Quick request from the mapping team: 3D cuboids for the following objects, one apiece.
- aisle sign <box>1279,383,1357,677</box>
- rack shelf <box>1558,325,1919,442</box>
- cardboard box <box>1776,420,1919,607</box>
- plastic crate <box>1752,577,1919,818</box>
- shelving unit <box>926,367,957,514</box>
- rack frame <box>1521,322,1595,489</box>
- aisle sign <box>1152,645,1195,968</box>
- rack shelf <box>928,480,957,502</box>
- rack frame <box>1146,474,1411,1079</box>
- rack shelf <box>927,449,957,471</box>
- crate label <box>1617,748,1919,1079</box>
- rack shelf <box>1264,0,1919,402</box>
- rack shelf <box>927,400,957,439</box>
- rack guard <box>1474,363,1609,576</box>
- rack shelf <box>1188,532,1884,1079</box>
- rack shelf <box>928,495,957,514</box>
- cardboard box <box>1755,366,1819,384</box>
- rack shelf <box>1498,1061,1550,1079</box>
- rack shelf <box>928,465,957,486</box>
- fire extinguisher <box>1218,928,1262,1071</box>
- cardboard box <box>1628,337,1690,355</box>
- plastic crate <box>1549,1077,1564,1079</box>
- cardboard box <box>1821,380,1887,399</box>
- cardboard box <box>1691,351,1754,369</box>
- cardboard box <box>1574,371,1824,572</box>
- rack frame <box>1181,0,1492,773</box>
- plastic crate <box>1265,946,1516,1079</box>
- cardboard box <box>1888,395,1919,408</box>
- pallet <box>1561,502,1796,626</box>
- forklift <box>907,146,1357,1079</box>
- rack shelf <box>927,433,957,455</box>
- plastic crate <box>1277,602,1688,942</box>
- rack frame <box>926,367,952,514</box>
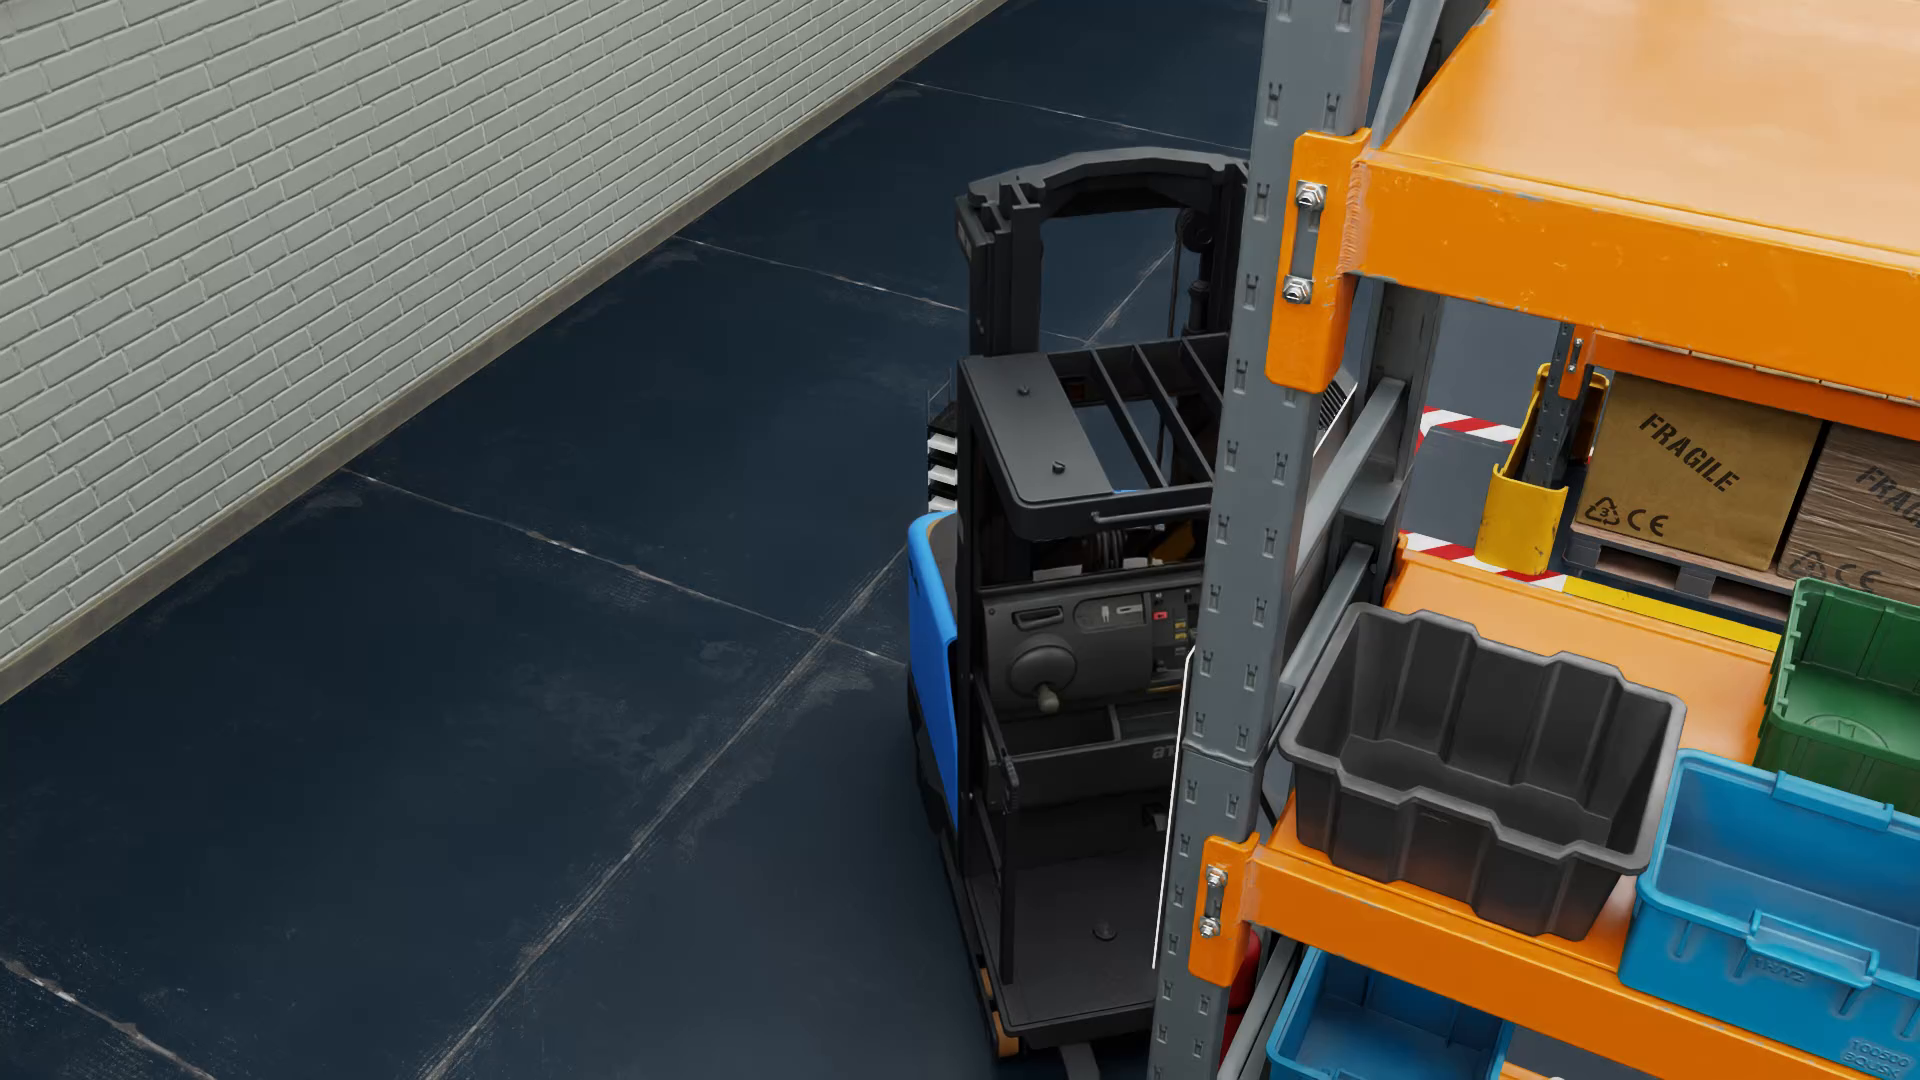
[{"bbox_3d":[0.733,0.085,3.507,0.004,0.787,0.394,17,41,21],"label":"aisle sign"},{"bbox_3d":[4.715,-0.519,7.047,4.000,0.370,1.077,17,41,21],"label":"rack shelf"},{"bbox_3d":[4.353,-0.294,7.567,0.875,0.875,0.875,17,41,21],"label":"cardboard box"},{"bbox_3d":[1.669,0.309,3.057,0.336,0.188,0.450,17,41,21],"label":"plastic crate"},{"bbox_3d":[-0.007,-0.361,7.981,0.210,0.900,0.258,17,41,21],"label":"shelving unit"},{"bbox_3d":[2.939,-1.361,7.562,0.127,3.000,1.000,17,41,21],"label":"rack frame"},{"bbox_3d":[0.461,0.402,3.089,0.004,0.787,0.394,17,41,21],"label":"aisle sign"},{"bbox_3d":[-0.007,-0.262,8.055,0.200,0.077,0.258,17,41,21],"label":"rack shelf"},{"bbox_3d":[0.662,1.298,4.059,0.127,3.000,1.000,17,41,21],"label":"rack frame"},{"bbox_3d":[-0.007,-0.406,7.947,0.200,0.077,0.258,17,41,21],"label":"rack shelf"},{"bbox_3d":[1.332,0.592,2.631,0.502,0.251,0.408,17,41,21],"label":"crate label"},{"bbox_3d":[2.438,-0.090,1.851,4.000,0.370,1.077,17,41,21],"label":"rack shelf"},{"bbox_3d":[-0.007,-0.549,7.838,0.200,0.077,0.258,17,41,21],"label":"rack shelf"},{"bbox_3d":[2.918,-0.372,8.327,0.348,0.500,1.175,17,41,21],"label":"rack guard"},{"bbox_3d":[2.438,0.946,2.637,4.000,0.370,1.077,17,41,21],"label":"rack shelf"},{"bbox_3d":[-0.007,-0.191,8.110,0.200,0.077,0.258,17,41,21],"label":"rack shelf"},{"bbox_3d":[3.559,-0.844,7.088,0.250,0.149,0.380,16,40,20],"label":"cardboard box"},{"bbox_3d":[2.438,2.141,3.544,4.000,0.370,1.077,17,41,21],"label":"rack shelf"},{"bbox_3d":[-0.007,-0.334,8.001,0.200,0.077,0.258,17,41,21],"label":"rack shelf"},{"bbox_3d":[0.737,1.191,4.572,0.183,0.674,0.296,17,41,21],"label":"fire extinguisher"},{"bbox_3d":[3.103,-0.985,7.275,0.250,0.149,0.380,18,41,22],"label":"cardboard box"},{"bbox_3d":[1.469,1.509,3.950,0.243,0.136,0.396,17,41,21],"label":"plastic crate"},{"bbox_3d":[3.791,-0.772,6.994,0.250,0.149,0.380,17,40,21],"label":"cardboard box"},{"bbox_3d":[3.331,-0.915,7.182,0.250,0.149,0.380,17,40,21],"label":"cardboard box"},{"bbox_3d":[3.545,-0.547,7.900,0.875,0.875,0.875,17,41,21],"label":"cardboard box"},{"bbox_3d":[0.662,-1.092,2.245,0.127,3.000,1.000,17,41,21],"label":"rack frame"},{"bbox_3d":[1.045,1.253,4.040,0.499,0.435,0.616,17,41,21],"label":"plastic crate"},{"bbox_3d":[4.016,-0.701,6.900,0.250,0.149,0.380,17,40,21],"label":"cardboard box"},{"bbox_3d":[3.685,-0.070,8.168,1.213,0.211,1.003,17,41,21],"label":"pallet"},{"bbox_3d":[0.585,0.399,5.301,1.130,2.935,3.031,-7,38,-10],"label":"forklift"},{"bbox_3d":[-0.007,-0.478,7.892,0.200,0.077,0.258,17,41,21],"label":"rack shelf"},{"bbox_3d":[0.875,0.412,2.854,0.590,0.269,0.497,17,41,21],"label":"plastic crate"},{"bbox_3d":[-0.097,-0.389,8.018,0.006,0.900,0.240,17,41,21],"label":"rack frame"}]
